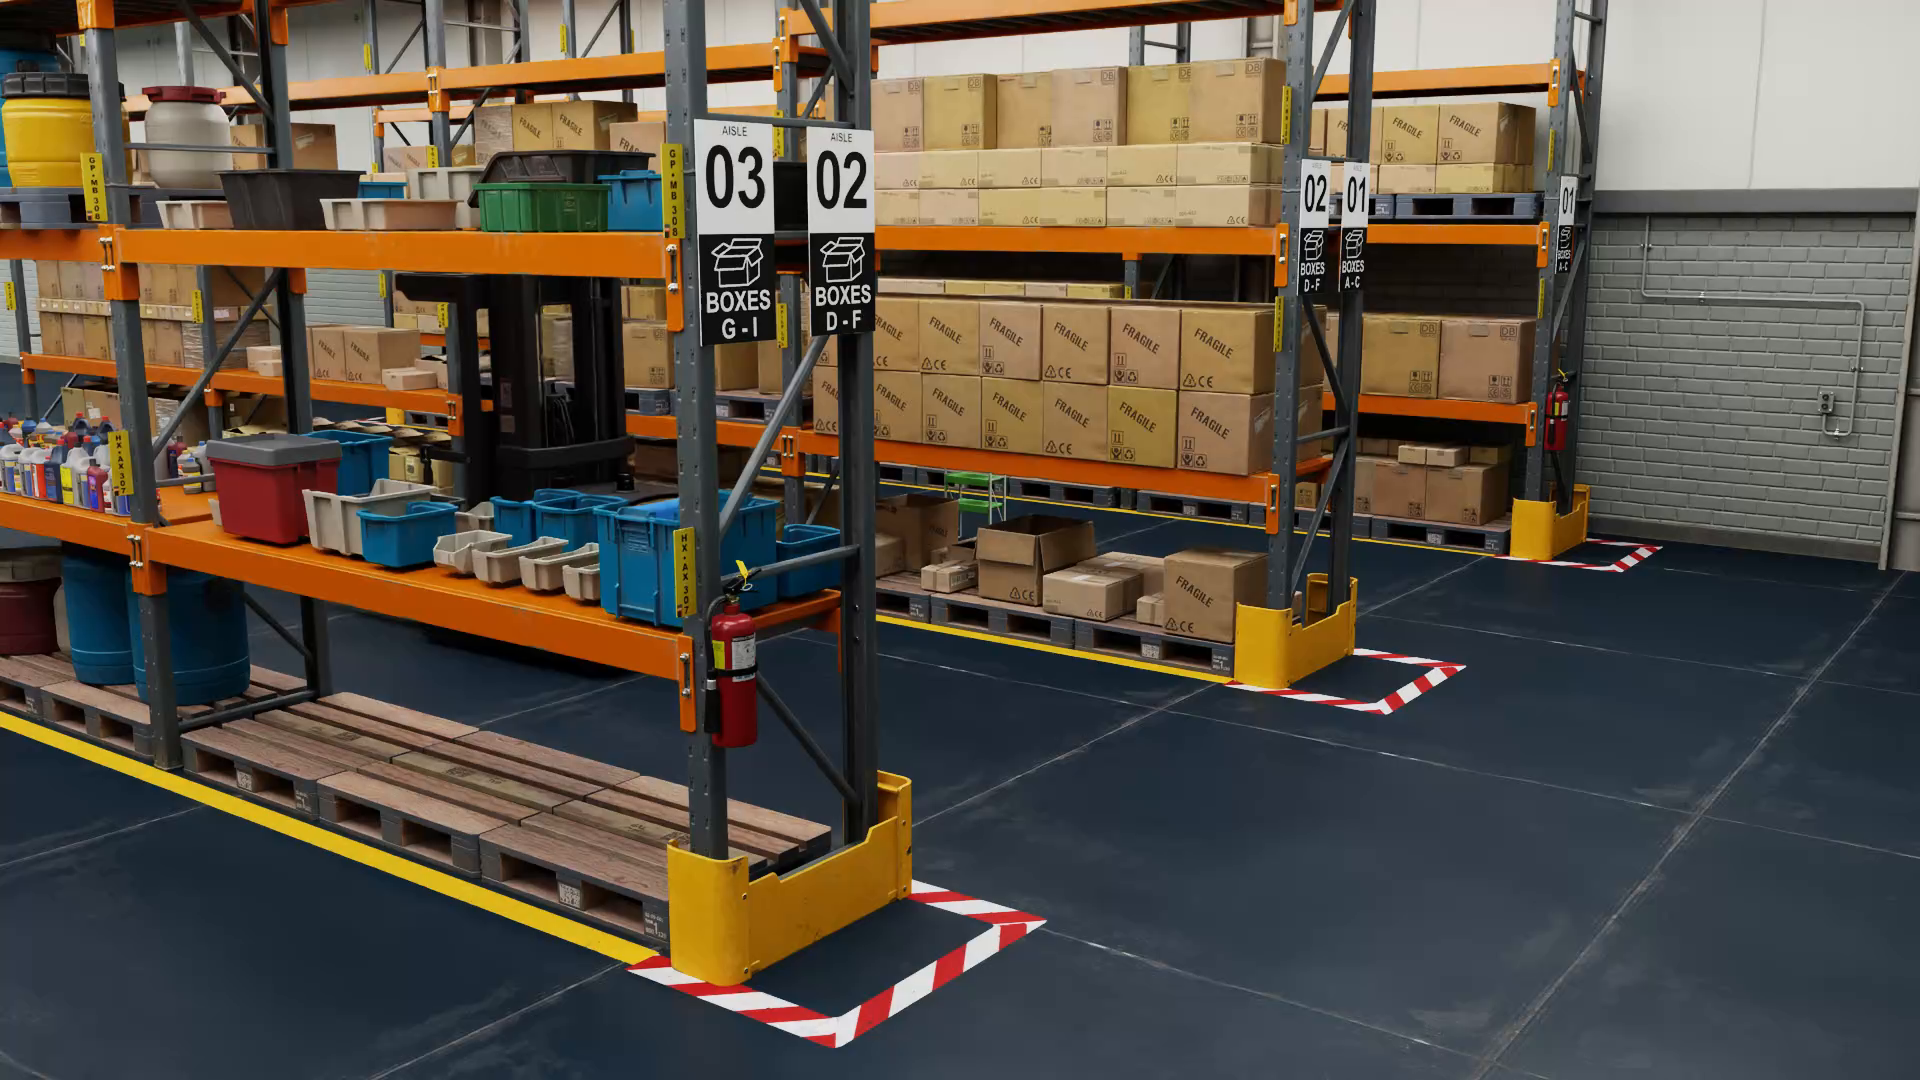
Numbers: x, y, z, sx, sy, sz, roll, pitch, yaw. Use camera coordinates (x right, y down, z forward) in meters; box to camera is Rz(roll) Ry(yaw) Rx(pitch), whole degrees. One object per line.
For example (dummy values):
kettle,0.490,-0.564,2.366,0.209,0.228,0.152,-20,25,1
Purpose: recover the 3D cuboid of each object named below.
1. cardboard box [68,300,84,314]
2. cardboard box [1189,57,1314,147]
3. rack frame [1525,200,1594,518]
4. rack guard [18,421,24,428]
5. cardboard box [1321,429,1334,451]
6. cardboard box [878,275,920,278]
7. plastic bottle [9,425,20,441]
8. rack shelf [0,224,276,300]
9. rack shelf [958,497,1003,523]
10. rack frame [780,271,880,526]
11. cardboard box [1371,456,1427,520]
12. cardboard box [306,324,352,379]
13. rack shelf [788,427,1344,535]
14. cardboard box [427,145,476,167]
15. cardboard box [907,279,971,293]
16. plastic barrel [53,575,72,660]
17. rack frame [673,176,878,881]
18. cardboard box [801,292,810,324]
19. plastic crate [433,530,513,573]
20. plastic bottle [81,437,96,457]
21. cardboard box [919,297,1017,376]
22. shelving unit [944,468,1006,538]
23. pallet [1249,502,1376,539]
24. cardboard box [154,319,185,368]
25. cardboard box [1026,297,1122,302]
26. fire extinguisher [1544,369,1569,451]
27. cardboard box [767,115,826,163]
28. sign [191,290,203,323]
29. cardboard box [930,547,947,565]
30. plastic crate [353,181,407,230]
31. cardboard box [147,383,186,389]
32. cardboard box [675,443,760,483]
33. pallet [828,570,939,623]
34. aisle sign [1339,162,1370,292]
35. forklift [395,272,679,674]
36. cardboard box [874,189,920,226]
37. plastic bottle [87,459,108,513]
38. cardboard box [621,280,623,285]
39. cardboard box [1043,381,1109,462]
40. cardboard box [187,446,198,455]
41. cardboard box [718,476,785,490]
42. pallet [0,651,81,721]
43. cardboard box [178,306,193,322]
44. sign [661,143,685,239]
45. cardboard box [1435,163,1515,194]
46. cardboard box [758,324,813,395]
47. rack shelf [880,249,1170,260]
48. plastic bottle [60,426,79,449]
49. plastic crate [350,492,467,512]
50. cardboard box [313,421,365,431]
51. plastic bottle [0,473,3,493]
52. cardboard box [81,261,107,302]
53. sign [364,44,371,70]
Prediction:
cardboard box,-9.849,-2.648,18.847,0.250,0.149,0.380,8,13,35
cardboard box,1.818,-2.713,10.361,0.500,0.500,0.700,8,13,36
rack frame,5.171,-1.403,14.387,0.127,3.000,1.000,8,13,36
rack guard,-10.673,-1.219,20.014,0.348,0.500,1.175,8,13,36
cardboard box,3.540,-0.952,15.819,0.250,0.149,0.380,8,13,35
cardboard box,-0.758,-2.865,18.867,0.500,0.250,0.500,8,14,37
plastic bottle,-6.294,-0.667,11.102,0.097,0.201,0.097,0,11,0
rack shelf,-5.529,-1.681,9.817,4.000,0.370,1.077,8,13,36
rack shelf,0.133,-0.272,14.877,0.480,0.148,0.258,8,13,36
rack frame,-0.982,-1.094,12.789,0.127,3.000,1.000,8,13,36
cardboard box,4.144,-0.502,15.203,0.500,0.500,0.700,8,13,35
cardboard box,-6.396,-1.895,16.663,0.500,0.500,0.500,9,14,40
rack shelf,0.630,-0.516,11.695,4.000,0.370,1.077,8,13,36
cardboard box,-6.764,-5.024,22.257,0.500,0.500,0.500,8,14,37
cardboard box,-0.225,-2.670,17.858,0.500,0.250,0.500,8,14,36
plastic barrel,-5.318,0.458,10.208,0.421,0.512,0.421,0,11,0
rack frame,-0.693,0.113,6.547,0.127,3.000,1.000,8,13,36
cardboard box,-1.662,-2.619,19.250,0.500,0.500,0.700,6,13,29
plastic crate,-2.171,0.056,7.377,0.250,0.136,0.298,8,13,36
plastic bottle,-4.915,-0.408,9.373,0.185,0.351,0.144,8,13,36
cardboard box,0.061,-1.422,11.590,0.500,0.500,0.500,7,13,34
shelving unit,0.133,-0.570,14.820,0.503,1.200,0.258,8,13,36
pallet,3.501,-0.250,15.764,1.213,0.211,1.003,8,13,36
cardboard box,-8.220,-2.150,17.983,0.500,0.500,0.700,8,13,35
cardboard box,0.804,-1.446,11.714,0.500,0.500,0.500,8,13,35
fire extinguisher,5.019,-1.095,13.977,0.183,0.674,0.296,8,13,36
cardboard box,-1.344,-2.939,12.796,0.600,0.600,0.600,6,13,30
sign,-7.757,-2.373,16.908,0.005,0.325,0.100,8,13,36
cardboard box,-0.017,0.143,12.741,0.250,0.149,0.380,8,13,36
plastic crate,-2.994,-1.673,8.326,0.300,0.233,0.416,8,13,36
cardboard box,-9.231,-1.543,19.267,0.500,0.500,0.500,8,13,36
cardboard box,-2.034,-0.655,13.969,0.500,0.250,0.500,8,14,36
pallet,-0.429,0.352,12.654,1.213,0.211,1.003,8,13,36
aisle sign,2.471,-1.958,10.410,0.004,0.787,0.394,8,13,36
forklift,-3.083,-0.790,11.398,3.031,2.935,1.130,8,13,35
cardboard box,-0.336,-2.344,11.746,0.500,0.250,0.500,8,13,36
plastic bottle,-4.640,-0.293,8.954,0.133,0.283,0.061,8,13,36
cardboard box,-4.756,-3.142,21.740,0.500,0.500,0.500,8,13,34
cardboard box,0.901,-0.817,11.093,0.500,0.500,0.500,8,14,36
cardboard box,-7.933,-0.869,17.756,0.500,0.250,0.500,8,13,36
cardboard box,-1.664,-0.233,13.760,0.500,0.500,0.500,8,14,36
pallet,-5.502,0.802,10.326,1.213,0.211,1.003,8,13,36
cardboard box,-7.974,-2.387,17.501,0.250,0.149,0.380,8,13,34
sign,-1.006,-1.222,5.827,0.005,0.325,0.100,8,13,36
cardboard box,4.424,-3.099,14.282,0.500,0.250,0.500,8,14,37
cardboard box,-1.232,-1.437,13.192,0.500,0.500,0.700,3,11,16
rack shelf,0.335,-3.197,17.657,4.000,0.370,1.077,8,13,36
plastic bottle,-5.578,-0.577,10.424,0.133,0.283,0.061,8,13,36
plastic crate,-2.856,-0.146,8.454,0.590,0.125,0.437,8,13,36
cardboard box,-6.511,-1.066,17.300,0.500,0.311,0.500,8,14,37
plastic bottle,-5.532,-0.382,9.628,0.097,0.201,0.097,0,11,0
cardboard box,-9.409,-2.954,18.724,0.500,0.500,0.700,8,14,36
sign,-8.046,-6.562,22.590,0.005,0.325,0.100,8,13,36
